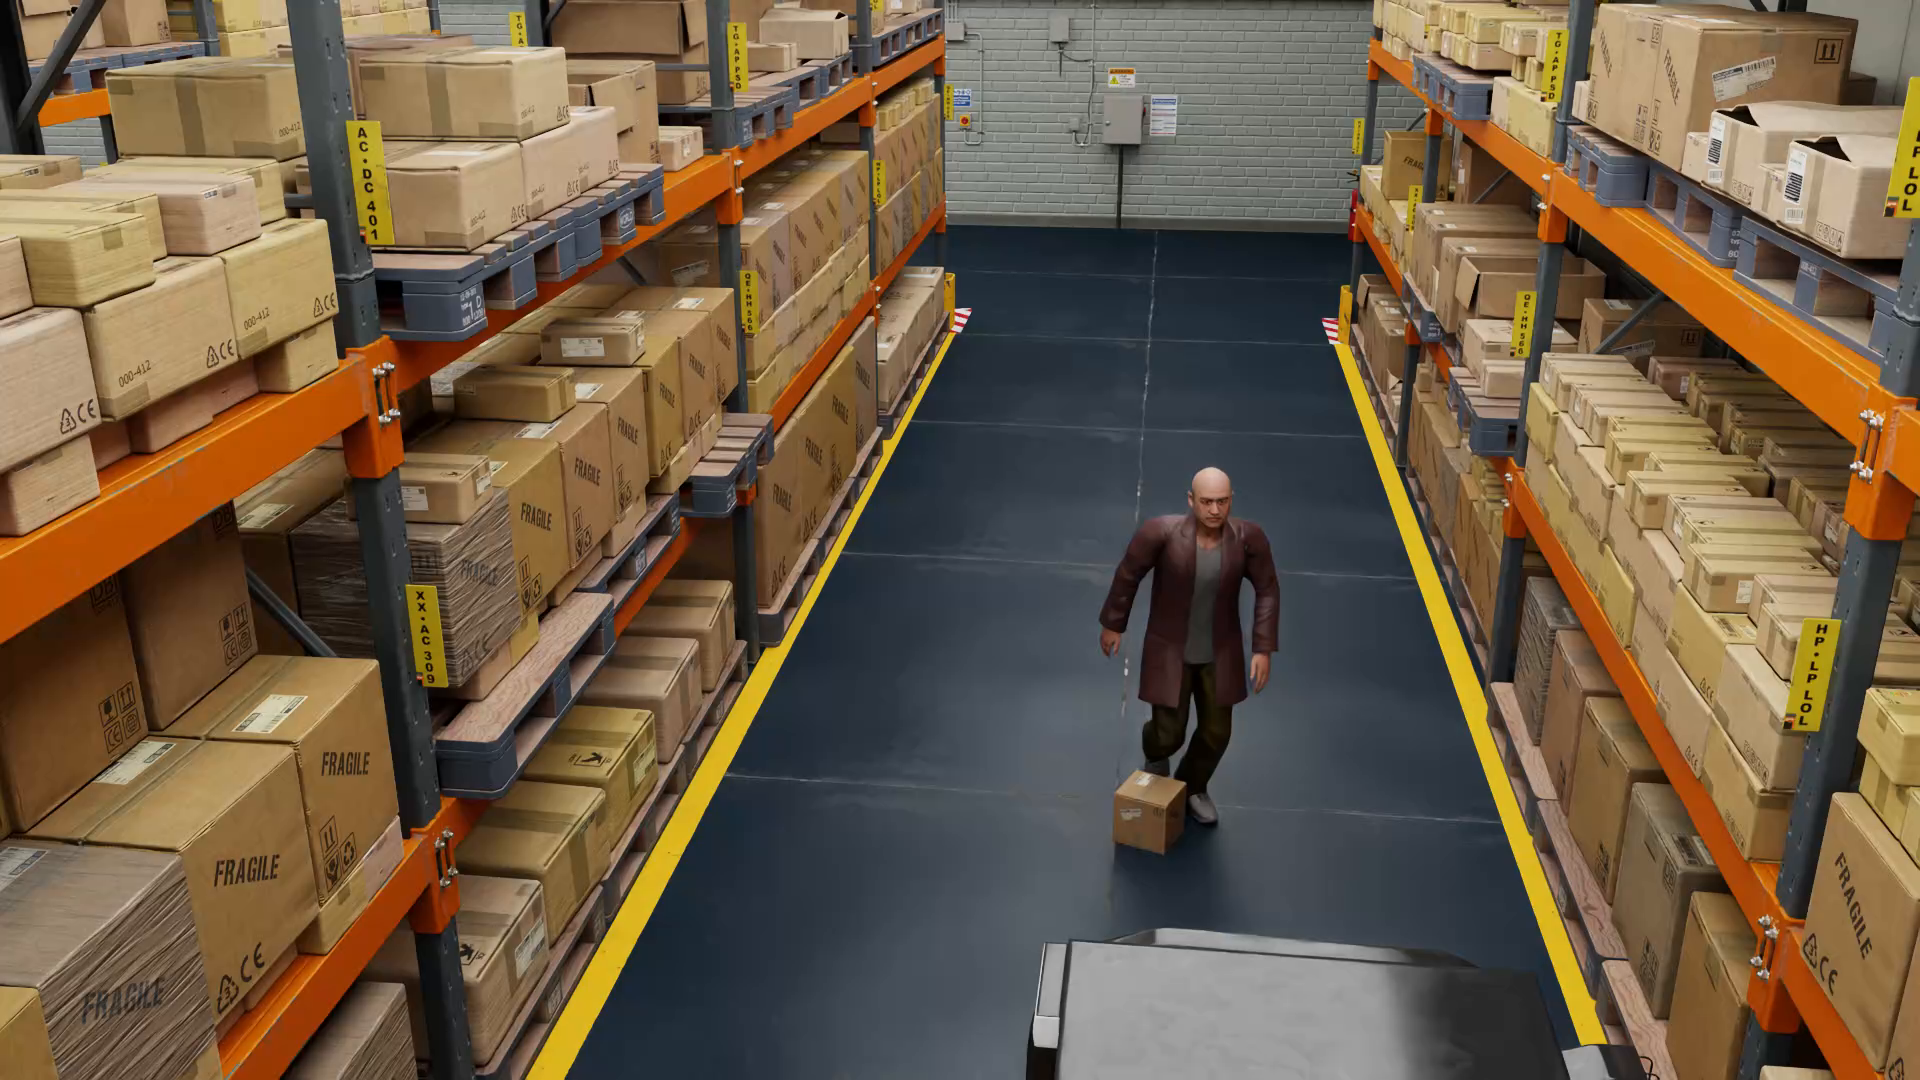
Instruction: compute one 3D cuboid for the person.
[{"bbox_3d":[1.018,0.449,7.496,0.776,1.715,0.615,-1,21,-3],"label":"person"}]
